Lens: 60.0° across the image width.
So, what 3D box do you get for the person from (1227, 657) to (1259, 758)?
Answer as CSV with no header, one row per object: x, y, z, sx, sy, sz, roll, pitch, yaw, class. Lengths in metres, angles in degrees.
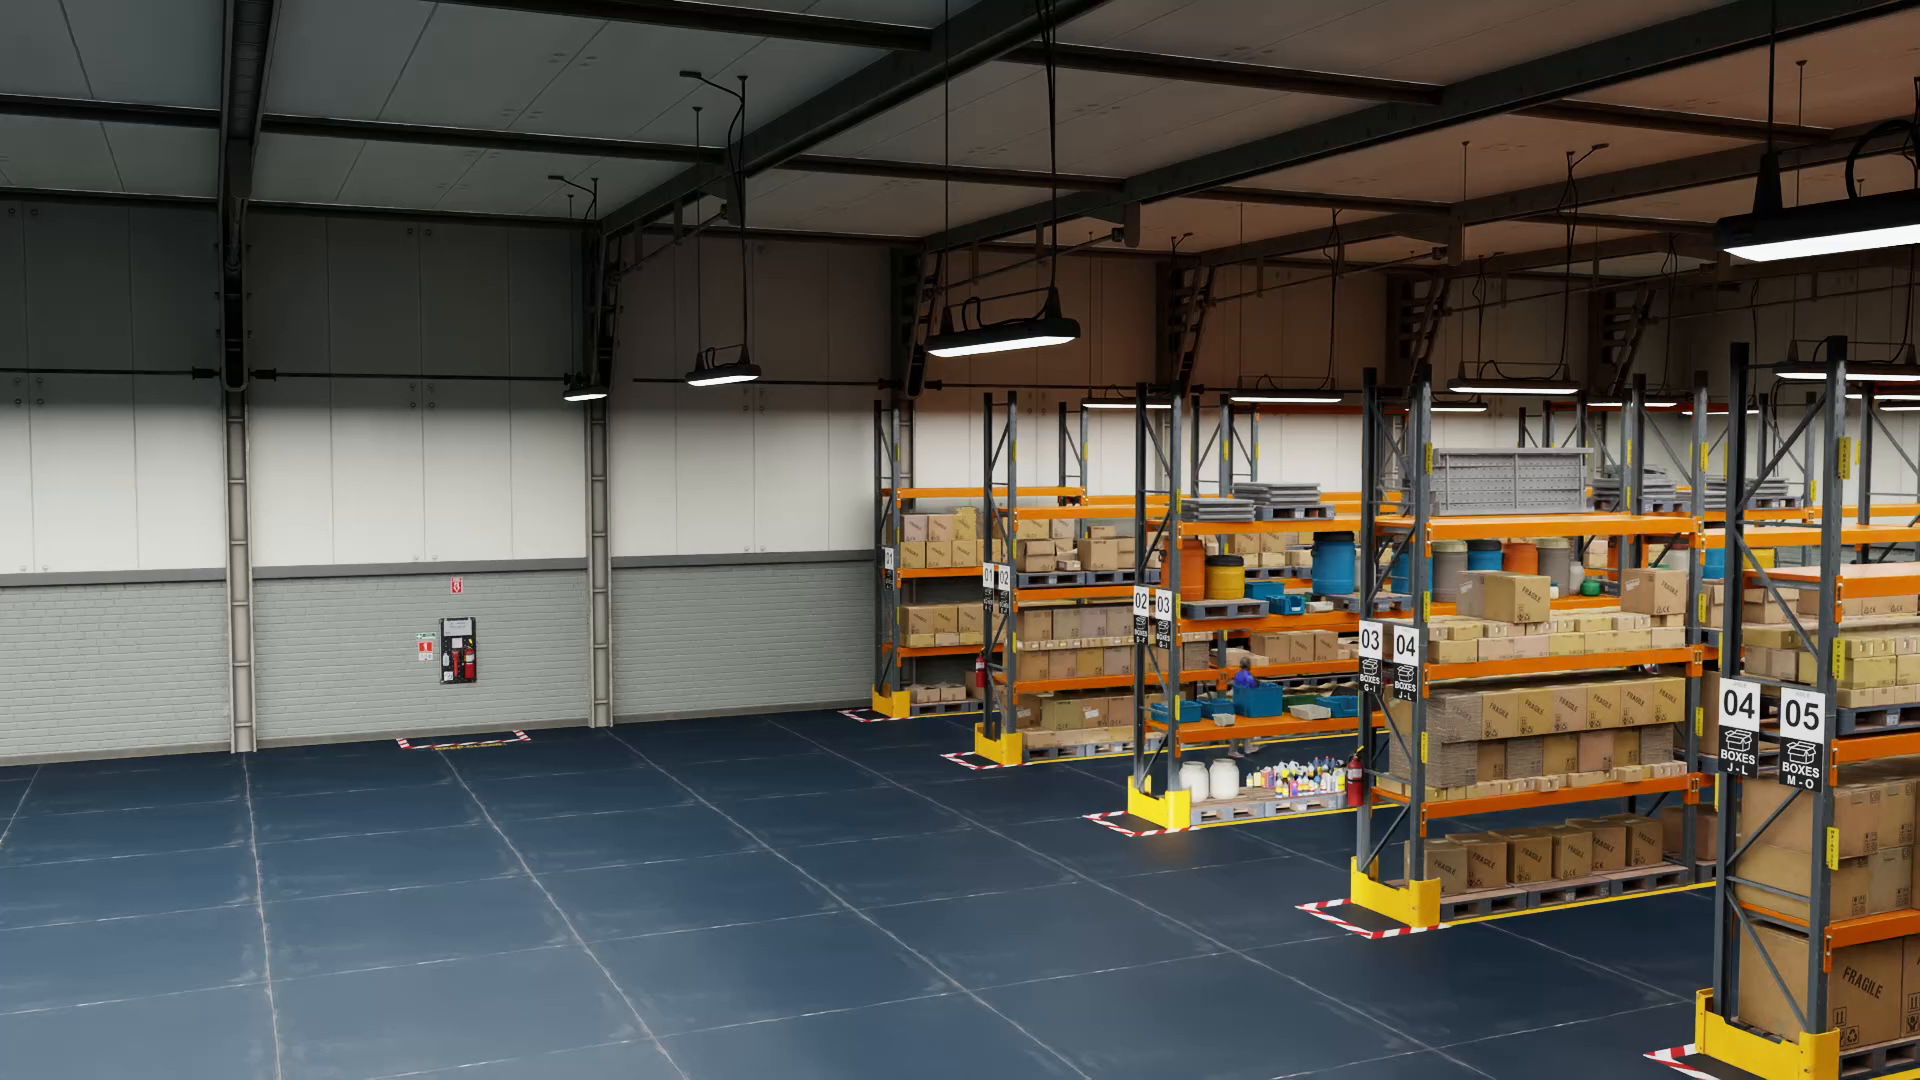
4.706,2.747,27.450,0.744,1.643,0.477,-1,4,-23,person

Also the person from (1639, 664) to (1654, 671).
12.431,2.493,30.575,1.107,1.715,0.649,-2,4,-29,person
